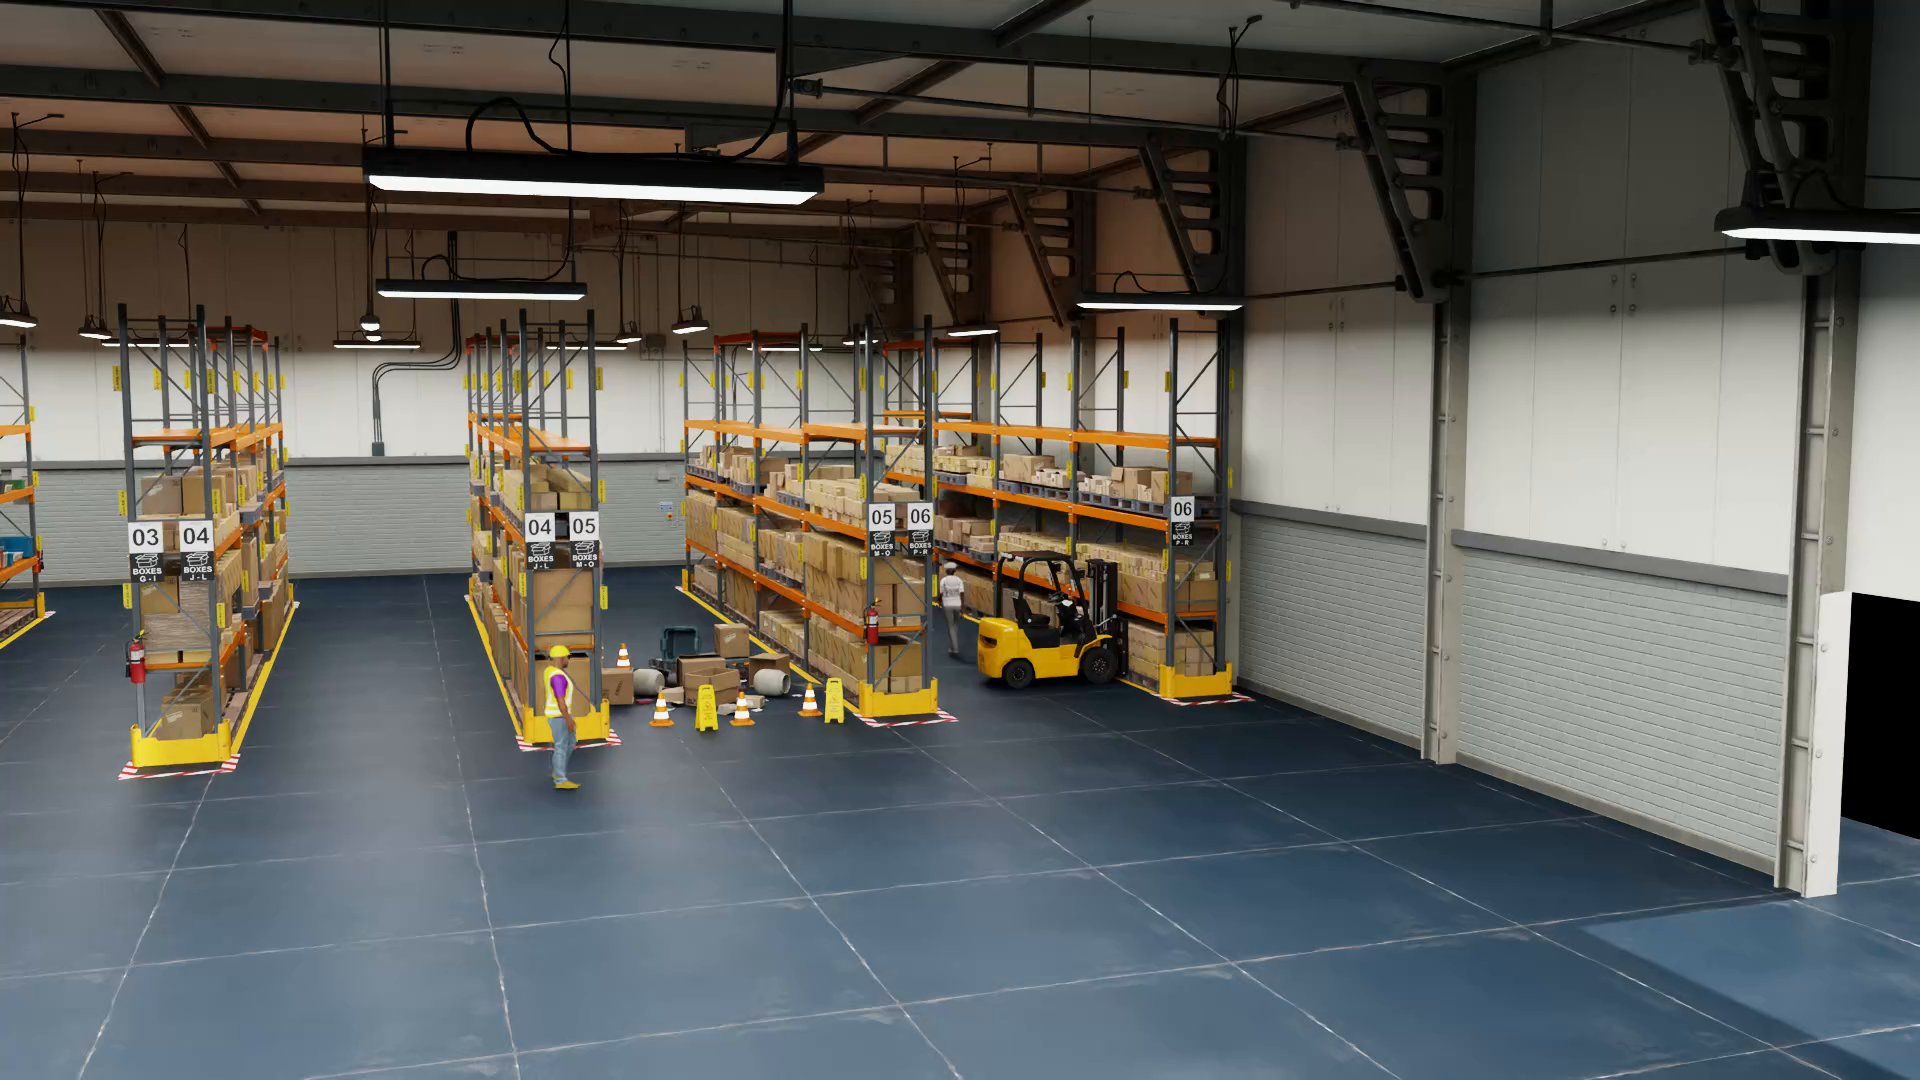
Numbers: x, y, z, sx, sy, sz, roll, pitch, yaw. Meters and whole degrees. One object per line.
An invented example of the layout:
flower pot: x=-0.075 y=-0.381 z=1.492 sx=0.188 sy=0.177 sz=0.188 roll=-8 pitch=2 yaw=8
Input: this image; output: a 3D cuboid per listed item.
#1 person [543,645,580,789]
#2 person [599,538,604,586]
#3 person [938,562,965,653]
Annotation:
person: x=-4.928 y=2.200 z=20.563 sx=0.431 sy=1.811 sz=0.616 roll=-1 pitch=6 yaw=-10
person: x=-8.357 y=0.508 z=38.056 sx=0.588 sy=1.761 sz=0.447 roll=4 pitch=7 yaw=35
person: x=-0.185 y=1.261 z=30.636 sx=0.437 sy=1.701 sz=0.732 roll=-3 pitch=6 yaw=-25
